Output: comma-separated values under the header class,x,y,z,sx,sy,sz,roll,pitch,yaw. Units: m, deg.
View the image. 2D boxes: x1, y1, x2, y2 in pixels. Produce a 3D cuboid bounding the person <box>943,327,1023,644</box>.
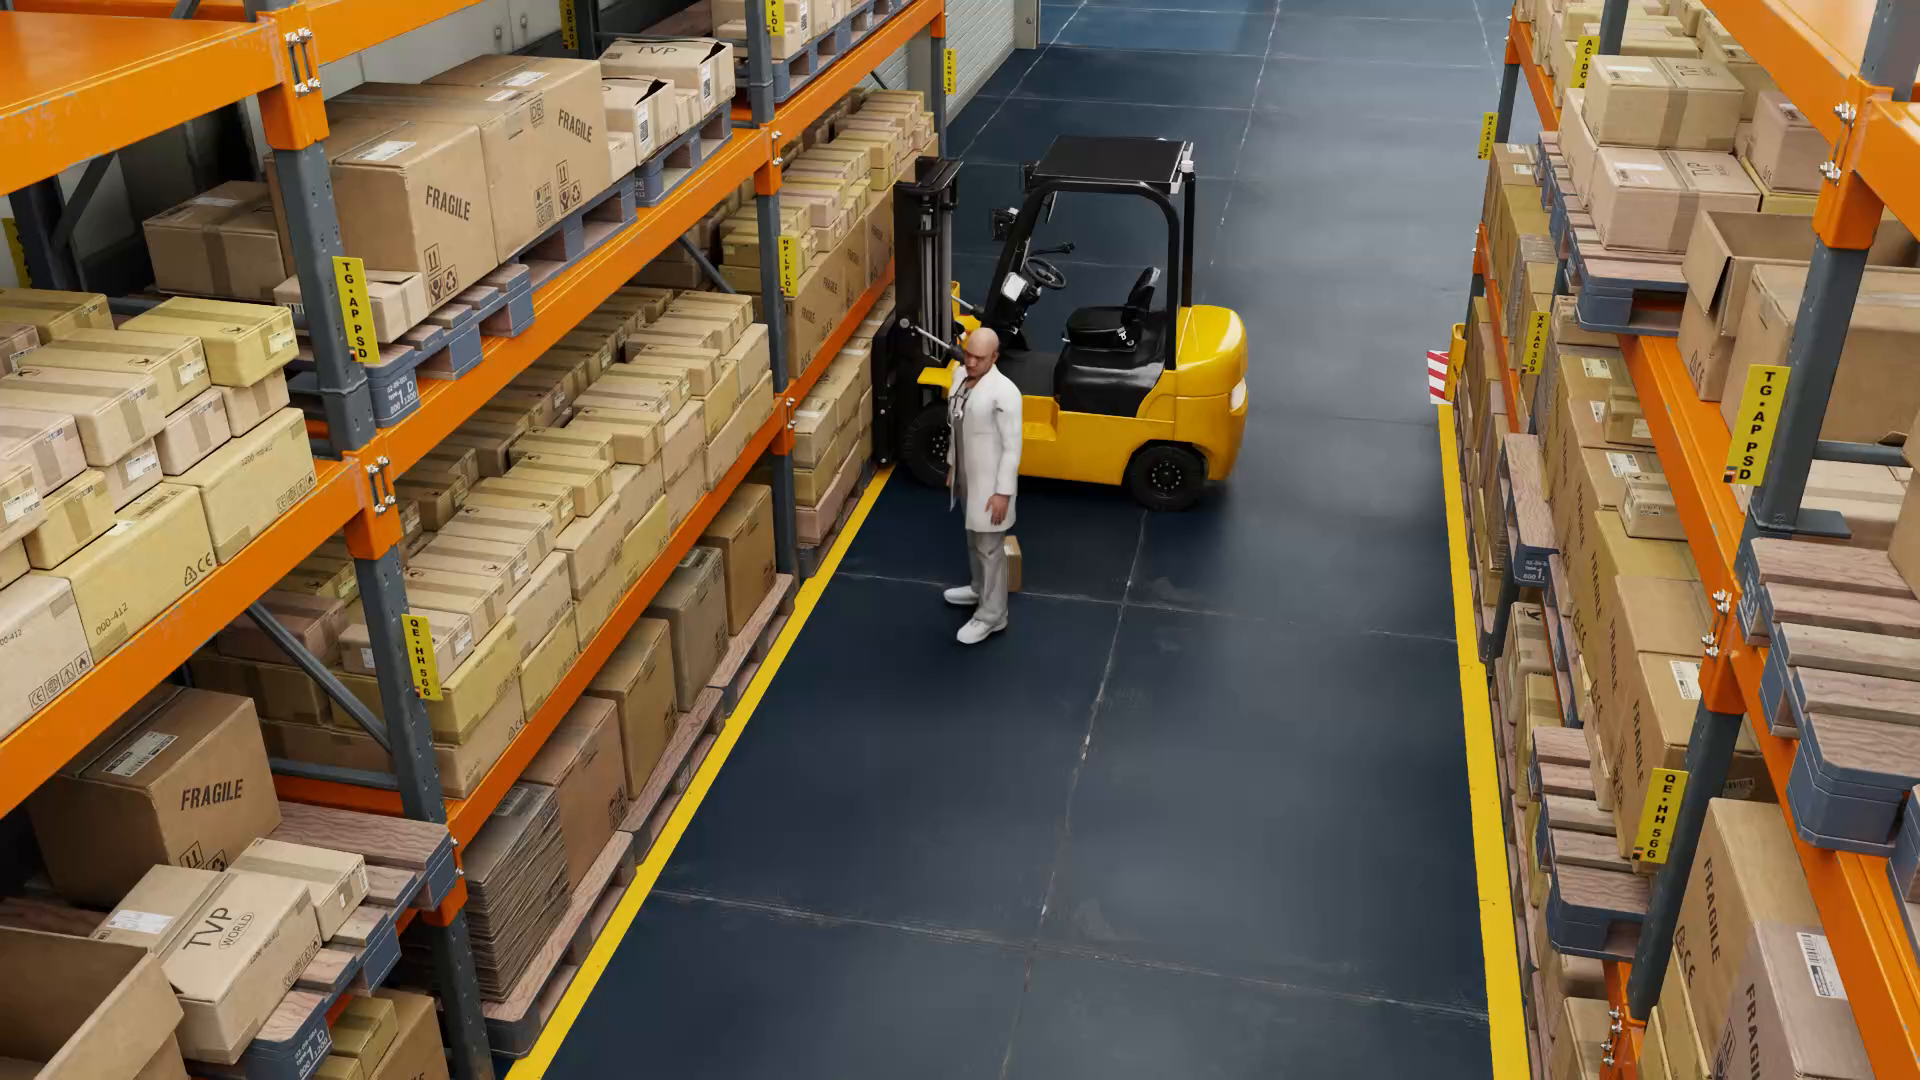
class,x,y,z,sx,sy,sz,roll,pitch,yaw
person,0.102,-0.325,9.180,0.494,1.781,0.625,-15,32,-26
